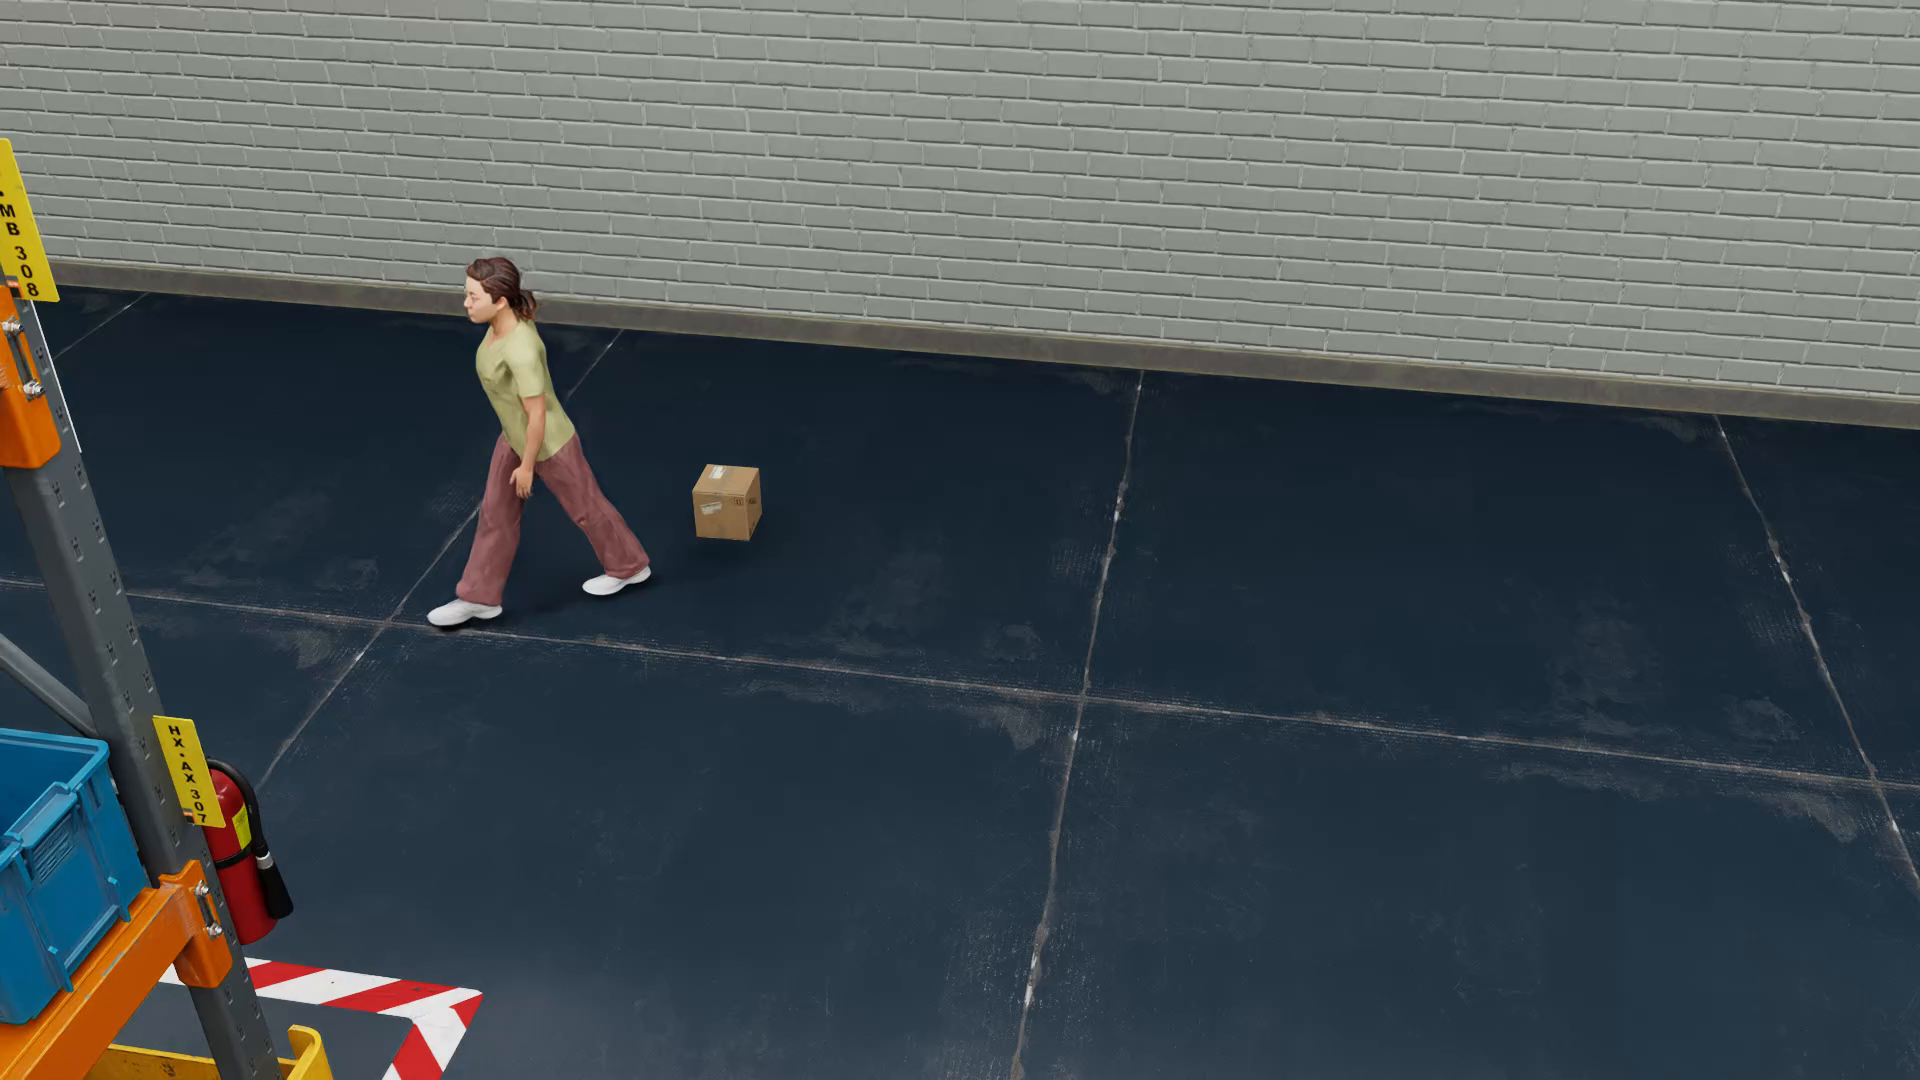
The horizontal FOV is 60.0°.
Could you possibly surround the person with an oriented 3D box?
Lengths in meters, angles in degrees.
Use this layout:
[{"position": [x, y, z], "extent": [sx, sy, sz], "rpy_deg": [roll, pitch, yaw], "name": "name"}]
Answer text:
[{"position": [-1.771, -0.384, 6.730], "extent": [0.950, 1.610, 0.470], "rpy_deg": [-18, 37, -26], "name": "person"}]
